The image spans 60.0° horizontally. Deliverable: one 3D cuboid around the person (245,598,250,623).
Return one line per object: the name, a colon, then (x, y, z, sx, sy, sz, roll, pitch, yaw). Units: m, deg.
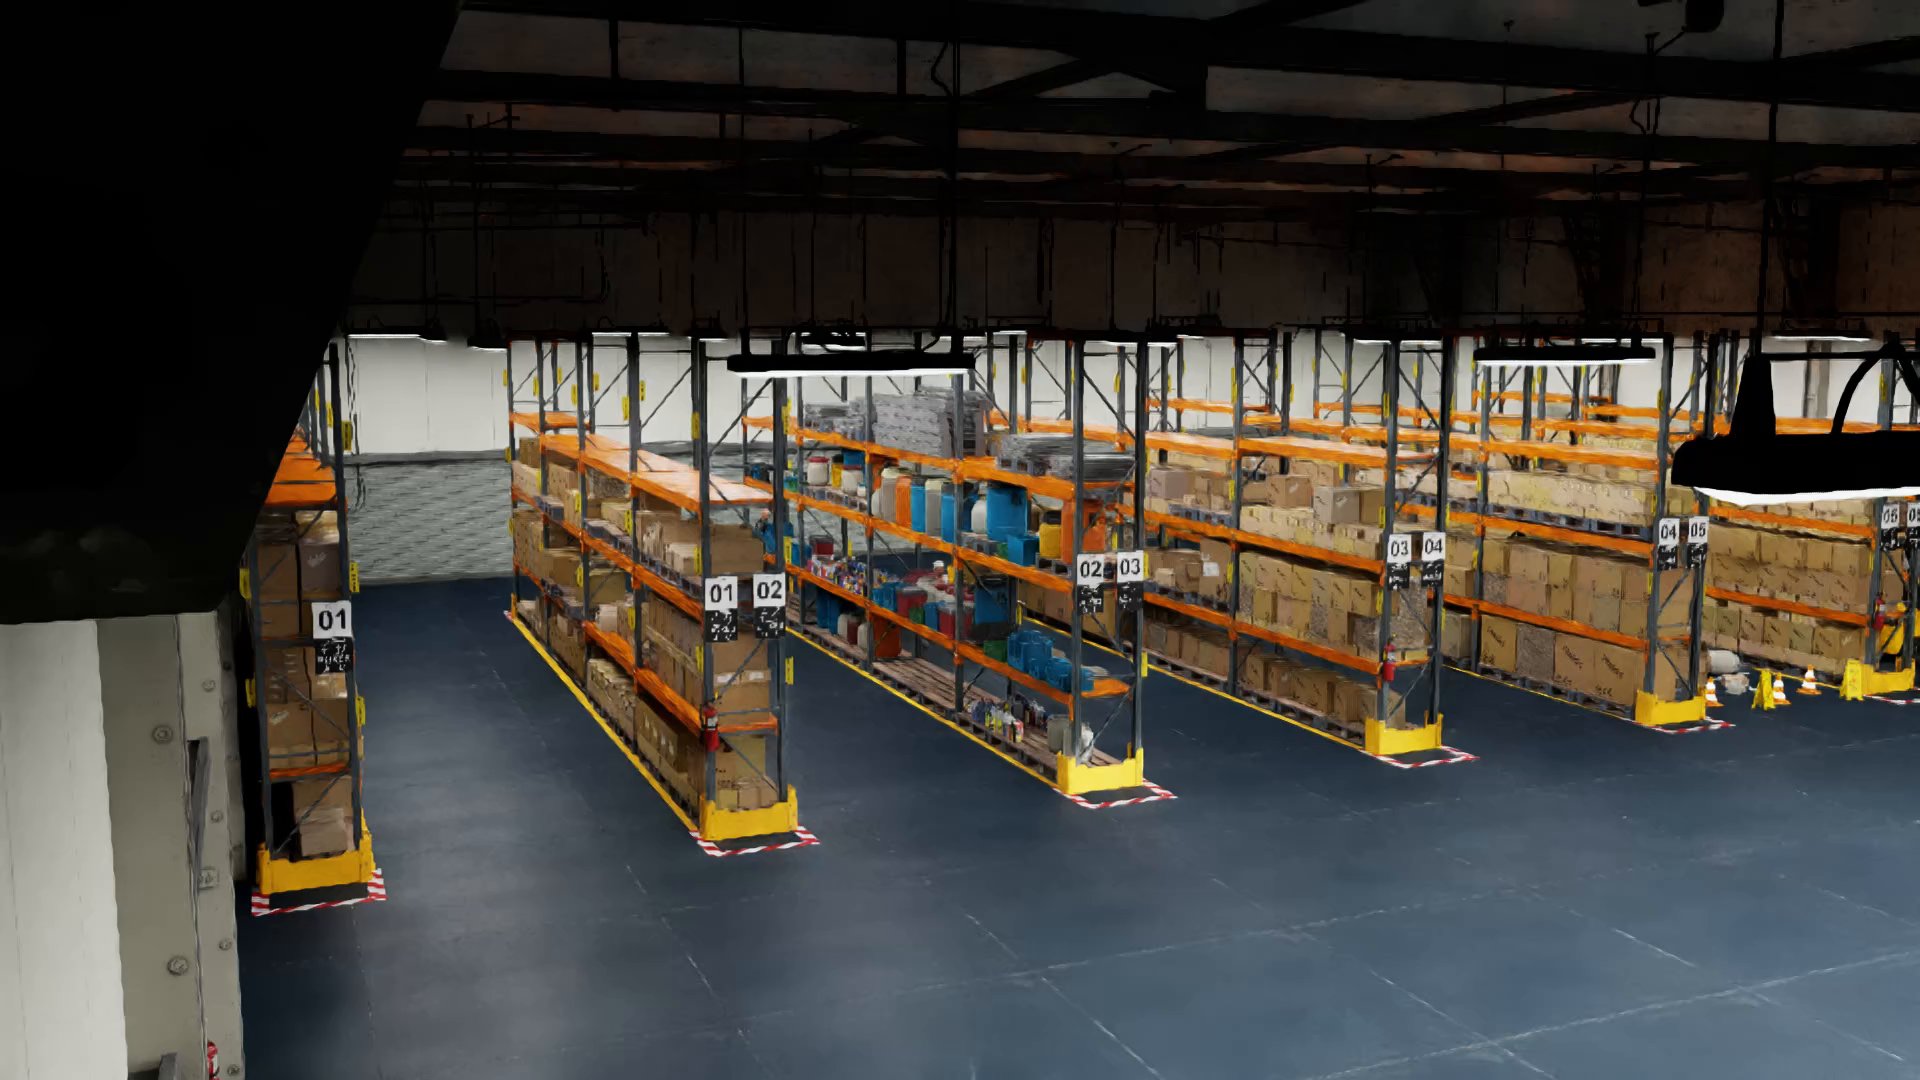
person: (-14.420, 0.817, 34.240, 0.586, 1.716, 0.769, 2, 8, 15)

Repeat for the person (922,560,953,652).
person: (-0.388, 1.228, 31.182, 0.527, 1.727, 1.030, -5, 9, -31)

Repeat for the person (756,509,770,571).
person: (-4.744, 0.123, 39.464, 0.511, 1.712, 0.722, 3, 8, 23)
